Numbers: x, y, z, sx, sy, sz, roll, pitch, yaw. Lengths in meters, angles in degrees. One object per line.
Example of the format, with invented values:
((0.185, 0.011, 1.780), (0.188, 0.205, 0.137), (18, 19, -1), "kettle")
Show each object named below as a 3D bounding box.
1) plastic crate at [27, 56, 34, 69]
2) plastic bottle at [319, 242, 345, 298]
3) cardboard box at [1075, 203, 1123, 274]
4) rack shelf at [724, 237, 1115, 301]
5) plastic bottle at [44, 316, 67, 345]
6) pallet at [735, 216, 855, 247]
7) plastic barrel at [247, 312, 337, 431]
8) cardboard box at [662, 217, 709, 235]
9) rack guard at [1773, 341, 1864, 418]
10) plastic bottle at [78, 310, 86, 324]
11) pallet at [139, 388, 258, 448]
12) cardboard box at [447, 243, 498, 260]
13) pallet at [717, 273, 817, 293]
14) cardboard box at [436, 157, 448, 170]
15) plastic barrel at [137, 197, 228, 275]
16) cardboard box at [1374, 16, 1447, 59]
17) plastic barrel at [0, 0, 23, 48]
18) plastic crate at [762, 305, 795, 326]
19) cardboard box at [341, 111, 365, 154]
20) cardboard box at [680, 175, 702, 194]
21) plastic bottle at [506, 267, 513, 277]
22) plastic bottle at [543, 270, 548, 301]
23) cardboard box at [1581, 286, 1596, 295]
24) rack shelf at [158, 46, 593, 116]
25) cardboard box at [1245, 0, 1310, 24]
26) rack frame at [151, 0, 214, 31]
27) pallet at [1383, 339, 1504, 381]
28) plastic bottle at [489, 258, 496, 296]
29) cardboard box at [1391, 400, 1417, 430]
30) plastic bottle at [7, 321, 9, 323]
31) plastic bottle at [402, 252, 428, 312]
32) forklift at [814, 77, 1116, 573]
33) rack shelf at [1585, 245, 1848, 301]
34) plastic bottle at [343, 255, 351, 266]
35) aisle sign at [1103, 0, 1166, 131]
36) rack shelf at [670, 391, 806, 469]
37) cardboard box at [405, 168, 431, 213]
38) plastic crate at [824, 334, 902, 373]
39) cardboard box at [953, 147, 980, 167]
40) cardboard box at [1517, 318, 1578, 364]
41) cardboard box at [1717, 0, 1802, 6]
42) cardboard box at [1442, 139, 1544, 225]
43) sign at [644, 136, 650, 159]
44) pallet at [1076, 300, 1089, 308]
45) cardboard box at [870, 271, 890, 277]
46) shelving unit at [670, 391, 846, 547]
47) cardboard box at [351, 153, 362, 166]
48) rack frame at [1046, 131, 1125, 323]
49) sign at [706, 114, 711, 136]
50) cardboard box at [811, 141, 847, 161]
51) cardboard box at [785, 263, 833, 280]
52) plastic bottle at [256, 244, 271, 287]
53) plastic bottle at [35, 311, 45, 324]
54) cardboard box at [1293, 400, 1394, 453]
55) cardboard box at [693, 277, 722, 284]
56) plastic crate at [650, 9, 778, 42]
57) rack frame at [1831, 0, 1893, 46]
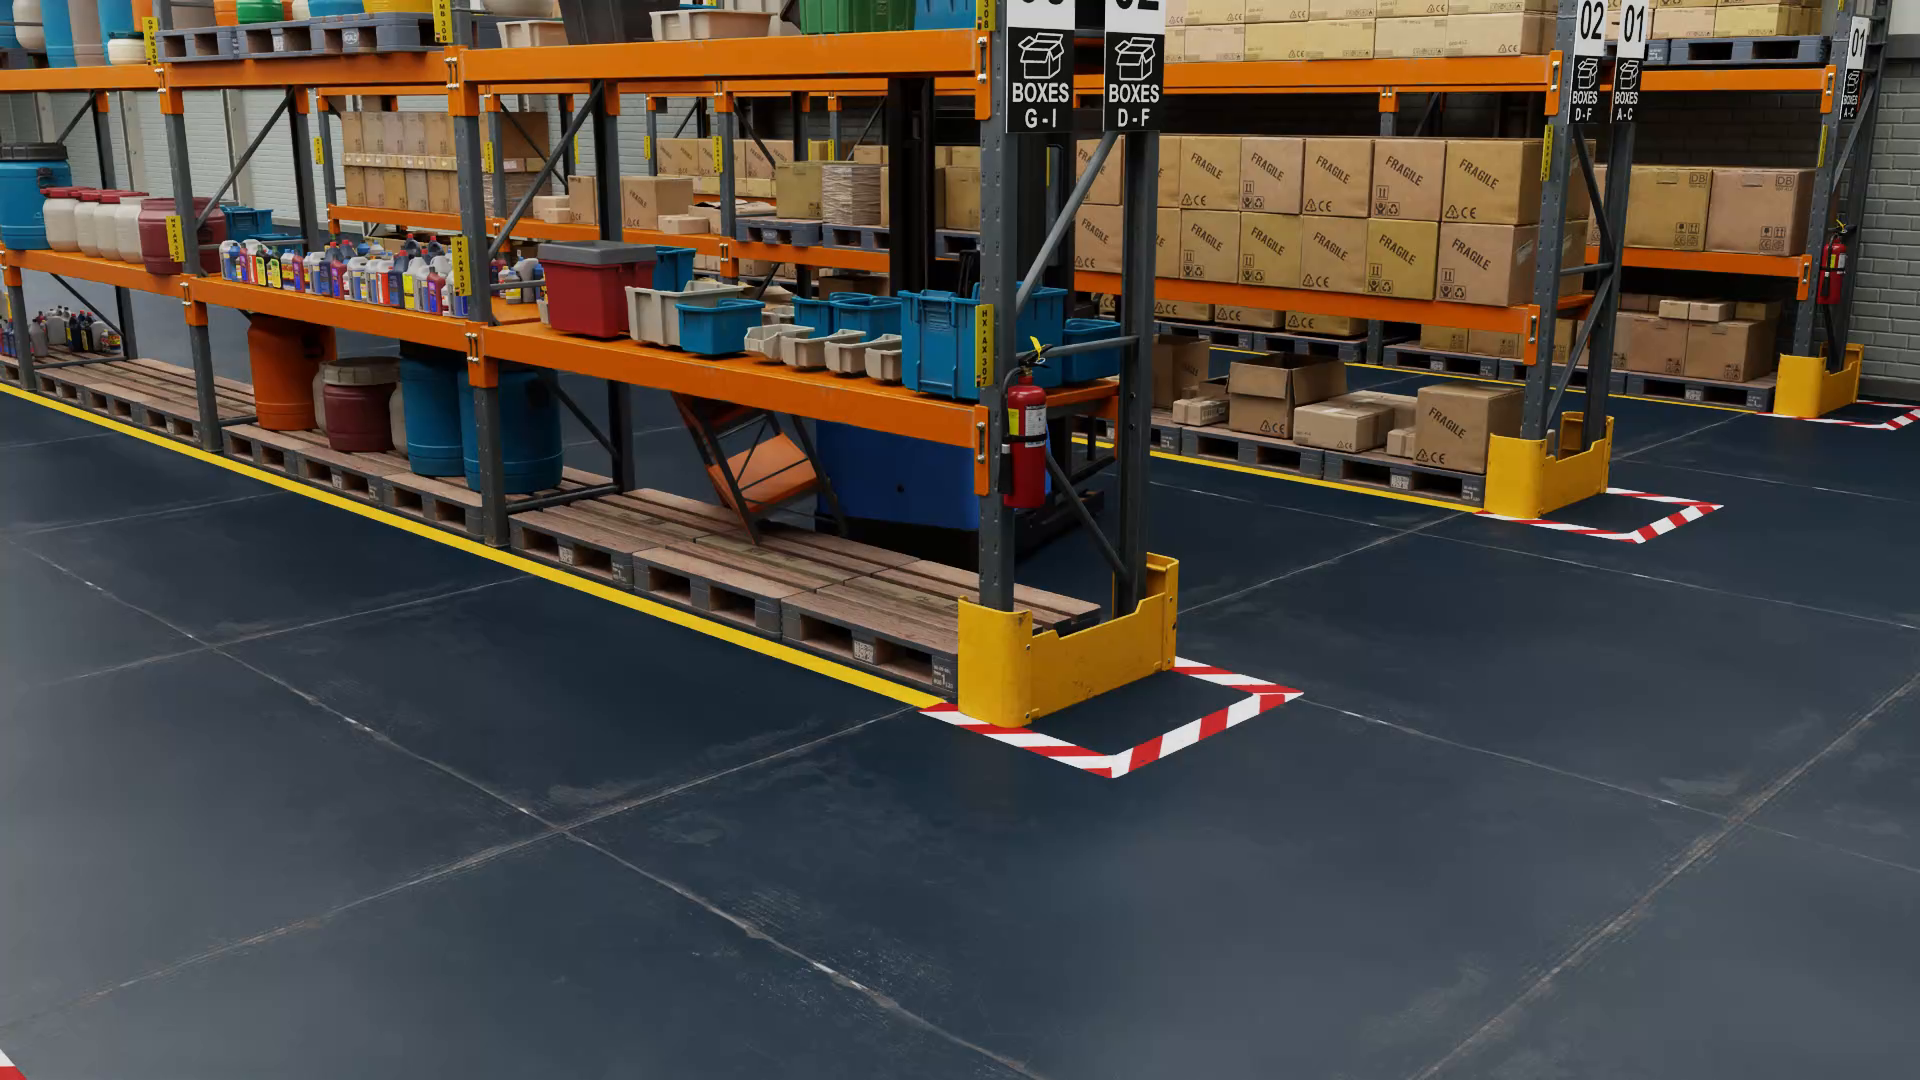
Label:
((-9.117, -4.573, 16.005), (0.450, 0.188, 0.336), (14, 20, 42), "plastic crate")
((-4.093, -1.769, 10.869), (0.185, 0.351, 0.144), (14, 20, 42), "plastic bottle")
((1.207, -2.306, 12.637), (0.500, 0.500, 0.500), (-14, 20, -43), "cardboard box")
((-0.410, -2.399, 14.616), (4.000, 0.370, 1.077), (14, 20, 42), "rack shelf")
((-8.990, -2.086, 16.518), (0.135, 0.276, 0.152), (14, 20, 42), "plastic bottle")
((-1.314, -2.898, 15.486), (1.003, 0.211, 1.213), (14, 20, 42), "pallet")
((-4.927, -1.269, 12.324), (0.708, 0.830, 0.600), (14, 20, 42), "plastic barrel")
((-2.689, -3.082, 16.312), (0.250, 0.149, 0.380), (14, 20, 42), "cardboard box")
((7.362, -1.383, 14.247), (0.348, 0.500, 1.175), (14, 20, 42), "rack guard")
((-8.599, -2.079, 16.343), (0.185, 0.351, 0.144), (13, 19, 40), "plastic bottle")
((-5.822, -0.992, 13.319), (1.213, 0.211, 1.003), (14, 20, 42), "pallet")
((-5.567, -3.163, 19.257), (0.500, 0.500, 0.500), (14, 20, 42), "cardboard box")
((-2.684, -3.672, 23.606), (1.213, 0.211, 1.003), (14, 20, 42), "pallet")
((-5.805, -4.346, 19.179), (0.250, 0.149, 0.380), (14, 20, 42), "cardboard box")
((-5.835, -2.290, 12.504), (0.708, 0.536, 0.600), (14, 20, 42), "plastic barrel")
((3.004, -3.207, 10.640), (0.500, 0.250, 0.500), (14, 20, 42), "cardboard box")
((-8.813, -4.989, 15.356), (0.708, 0.901, 0.600), (14, 20, 42), "plastic barrel")
((-0.949, -1.150, 8.799), (0.466, 0.136, 0.293), (14, 20, 42), "plastic crate")
((-7.244, -5.080, 20.707), (0.500, 0.500, 0.700), (14, 20, 42), "cardboard box")
((-3.659, -5.102, 23.824), (0.500, 0.250, 0.500), (13, 19, 41), "cardboard box")
((-2.878, -1.659, 10.743), (0.097, 0.201, 0.097), (0, 15, 0), "plastic bottle")
((-2.469, -1.602, 10.229), (0.185, 0.351, 0.144), (14, 20, 42), "plastic bottle")
((5.904, -2.289, 15.605), (0.250, 0.149, 0.380), (13, 20, 41), "cardboard box")
((-3.851, -2.952, 10.789), (4.000, 0.370, 1.077), (14, 20, 42), "rack shelf")
((2.280, -3.623, 11.245), (0.500, 0.250, 0.500), (14, 20, 42), "cardboard box")
((-5.291, -5.101, 11.664), (0.127, 3.000, 1.000), (14, 20, 42), "rack frame")
((4.958, -1.800, 16.421), (1.213, 0.211, 1.003), (14, 20, 42), "pallet")
((-3.147, -1.751, 10.947), (0.135, 0.276, 0.152), (14, 20, 42), "plastic bottle")
((3.354, -0.813, 11.685), (0.500, 0.250, 0.500), (14, 20, 42), "cardboard box")
((-9.152, -1.970, 16.060), (0.133, 0.283, 0.061), (14, 20, 42), "plastic bottle")
((-3.300, -1.576, 10.129), (0.185, 0.351, 0.144), (14, 20, 42), "plastic bottle")
((0.263, -1.561, 10.109), (1.130, 2.935, 3.031), (7, 16, 24), "forklift")
((5.905, -2.598, 15.382), (4.000, 0.370, 1.077), (14, 20, 42), "rack shelf")
((-3.966, -1.712, 10.810), (0.097, 0.271, 0.097), (0, 15, 0), "plastic bottle")
((0.726, -2.098, 6.878), (0.004, 0.787, 0.394), (14, 20, 42), "aisle sign")
((-1.266, -0.751, 9.332), (0.538, 0.278, 1.000), (-26, 24, -10), "rack shelf")
((-6.166, -4.191, 19.869), (0.700, 0.500, 0.500), (-14, 20, -43), "cardboard box")
((-0.443, -0.863, 7.699), (0.243, 0.136, 0.396), (14, 20, 42), "plastic crate")
((0.328, -4.552, 20.384), (0.500, 0.500, 0.700), (14, 20, 42), "cardboard box")
((5.659, -1.962, 15.637), (0.700, 0.500, 0.500), (-14, 20, -43), "cardboard box")
((6.628, -4.669, 13.730), (0.500, 0.500, 0.500), (14, 20, 42), "cardboard box")
((3.398, -2.257, 10.464), (0.500, 0.500, 0.500), (13, 20, 42), "cardboard box")
((-4.550, -5.717, 24.208), (0.005, 0.325, 0.100), (14, 20, 42), "sign")
((1.024, -2.784, 20.199), (1.213, 0.211, 1.003), (14, 20, 42), "pallet")
((-0.753, -3.574, 21.785), (0.700, 0.500, 0.500), (-14, 20, -42), "cardboard box")
((-1.167, -0.501, 9.448), (0.538, 1.125, 1.048), (-26, 24, -10), "shelving unit")
((-7.284, -4.706, 20.558), (0.250, 0.149, 0.380), (13, 19, 41), "cardboard box")
((1.029, -2.397, 13.182), (0.127, 3.000, 1.000), (14, 20, 42), "rack frame")
((-3.774, -6.207, 24.882), (0.005, 0.325, 0.100), (14, 20, 42), "sign")
((-1.849, -5.023, 22.032), (0.500, 0.500, 0.500), (14, 20, 42), "cardboard box")
((-2.069, -3.874, 22.937), (0.500, 0.500, 0.500), (12, 19, 38), "cardboard box")
((-4.806, -1.895, 11.486), (0.133, 0.283, 0.061), (14, 20, 42), "plastic bottle")
((-9.335, -2.187, 16.889), (0.133, 0.283, 0.061), (14, 20, 42), "plastic bottle")
((2.683, -0.801, 11.639), (0.500, 0.250, 0.500), (14, 20, 42), "cardboard box")
((-2.773, -2.566, 17.339), (0.500, 0.311, 0.500), (13, 19, 41), "cardboard box")
((-1.192, -2.439, 7.917), (0.530, 0.136, 0.437), (14, 20, 42), "plastic crate")
((7.345, -5.500, 13.192), (0.127, 3.000, 1.000), (14, 20, 42), "rack frame")
